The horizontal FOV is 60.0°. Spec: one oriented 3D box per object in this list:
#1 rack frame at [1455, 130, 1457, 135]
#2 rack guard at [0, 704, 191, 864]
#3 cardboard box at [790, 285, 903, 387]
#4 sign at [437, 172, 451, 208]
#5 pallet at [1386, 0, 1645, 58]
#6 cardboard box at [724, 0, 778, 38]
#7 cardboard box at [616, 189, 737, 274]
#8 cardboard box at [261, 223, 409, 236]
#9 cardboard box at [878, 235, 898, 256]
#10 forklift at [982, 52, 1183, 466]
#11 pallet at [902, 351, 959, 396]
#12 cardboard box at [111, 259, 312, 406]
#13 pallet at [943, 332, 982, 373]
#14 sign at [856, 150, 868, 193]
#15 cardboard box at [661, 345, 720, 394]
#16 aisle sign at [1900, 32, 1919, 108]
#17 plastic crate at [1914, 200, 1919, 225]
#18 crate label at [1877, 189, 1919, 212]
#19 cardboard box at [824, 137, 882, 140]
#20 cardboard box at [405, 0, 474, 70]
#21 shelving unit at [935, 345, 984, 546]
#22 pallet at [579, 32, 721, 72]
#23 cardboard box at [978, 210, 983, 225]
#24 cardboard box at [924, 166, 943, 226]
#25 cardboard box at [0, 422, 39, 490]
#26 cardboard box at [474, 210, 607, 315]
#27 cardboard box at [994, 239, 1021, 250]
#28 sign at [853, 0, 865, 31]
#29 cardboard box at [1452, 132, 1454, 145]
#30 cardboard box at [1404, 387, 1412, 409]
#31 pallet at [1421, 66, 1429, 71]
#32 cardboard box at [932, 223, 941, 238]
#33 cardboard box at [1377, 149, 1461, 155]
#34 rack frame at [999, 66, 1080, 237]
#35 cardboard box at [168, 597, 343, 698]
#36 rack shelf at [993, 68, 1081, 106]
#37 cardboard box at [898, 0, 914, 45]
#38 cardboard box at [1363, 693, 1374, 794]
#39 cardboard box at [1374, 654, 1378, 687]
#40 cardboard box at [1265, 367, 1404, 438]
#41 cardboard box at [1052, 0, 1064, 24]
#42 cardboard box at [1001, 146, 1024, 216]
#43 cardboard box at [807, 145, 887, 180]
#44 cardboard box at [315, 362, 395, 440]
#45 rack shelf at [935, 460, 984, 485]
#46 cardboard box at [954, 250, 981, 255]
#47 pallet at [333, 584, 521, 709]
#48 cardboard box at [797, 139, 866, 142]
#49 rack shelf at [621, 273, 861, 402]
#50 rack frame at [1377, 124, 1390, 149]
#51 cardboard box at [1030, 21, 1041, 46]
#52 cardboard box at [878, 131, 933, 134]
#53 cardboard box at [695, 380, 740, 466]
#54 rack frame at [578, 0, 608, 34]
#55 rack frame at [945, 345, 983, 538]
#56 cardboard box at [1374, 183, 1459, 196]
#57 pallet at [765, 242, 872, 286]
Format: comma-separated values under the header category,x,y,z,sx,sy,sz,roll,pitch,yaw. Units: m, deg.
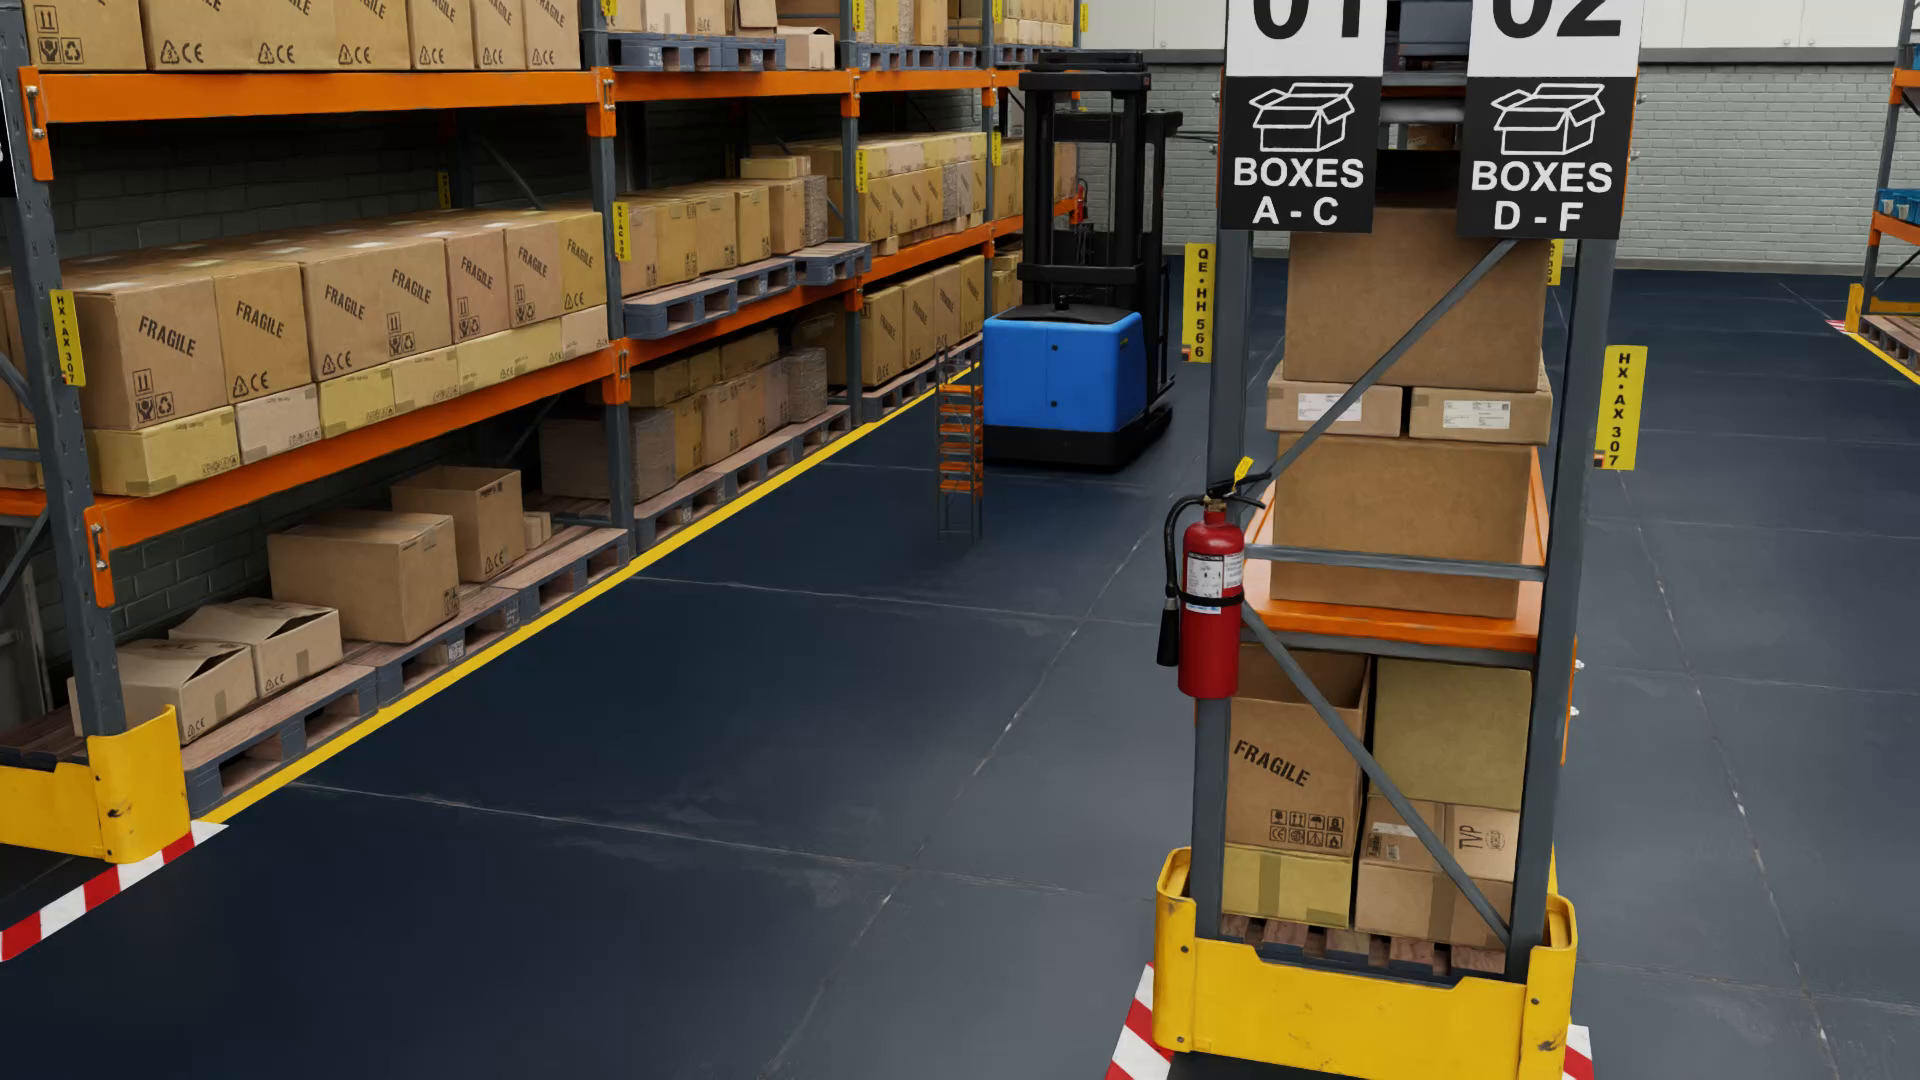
category,x,y,z,sx,sy,sz,roll,pitch,yaw
rack frame,5.727,-4.119,19.353,1.000,3.000,0.127,5,16,16
rack guard,-3.549,0.867,6.357,1.175,0.500,0.348,5,16,16
cardboard box,-0.962,-1.759,14.204,0.750,0.750,0.750,4,16,15
sign,-2.967,-1.962,9.626,0.100,0.325,0.005,5,16,16
pallet,1.406,-1.516,4.843,1.003,0.211,1.213,5,16,16
cardboard box,-1.754,-3.579,11.729,0.797,0.503,0.637,7,17,24
cardboard box,-1.934,-2.073,11.152,0.700,0.500,0.500,7,17,24
cardboard box,-3.065,-1.289,8.240,0.500,0.500,0.500,5,17,17
cardboard box,-0.745,-2.494,14.049,0.380,0.149,0.250,5,17,18
forklift,1.098,-2.306,13.088,1.130,2.935,3.031,5,17,18
pallet,-0.652,-1.586,15.534,1.003,0.211,1.213,5,16,16
cardboard box,-2.997,-0.844,6.673,0.500,0.500,0.500,5,16,16
pallet,-0.307,-1.906,16.663,1.003,0.211,1.213,5,16,16
sign,-0.774,-2.888,13.038,0.100,0.325,0.005,5,16,16
cardboard box,-1.975,-1.178,11.386,0.500,0.250,0.500,4,16,14
aisle sign,10.211,-5.026,17.789,0.394,0.787,0.004,5,16,16
plastic crate,9.630,-3.220,16.381,0.416,0.233,0.300,5,16,16
crate label,10.089,-3.643,17.873,0.416,0.233,0.303,5,16,16
cardboard box,-0.973,-3.512,15.074,0.500,0.250,0.500,4,16,15
cardboard box,-2.618,-2.433,7.692,0.500,0.500,0.500,4,16,14
shelving unit,-0.004,-0.573,10.152,0.258,1.200,0.189,5,16,16
pallet,-2.156,-2.868,9.792,1.213,0.211,1.003,5,16,16
cardboard box,0.015,-3.234,16.657,0.380,0.149,0.250,5,17,16
cardboard box,-0.473,-3.120,15.067,0.500,0.500,0.500,5,17,17
cardboard box,-3.624,-0.391,6.448,0.500,0.250,0.500,5,17,17
cardboard box,-2.272,-1.513,9.031,0.500,0.500,0.500,5,16,16
cardboard box,0.502,-3.473,19.698,0.380,0.149,0.250,5,17,16
sign,-0.778,-4.058,12.695,0.100,0.325,0.005,5,16,16
cardboard box,4.629,-3.888,16.524,0.500,0.500,0.500,4,16,15
cardboard box,1.469,-0.240,5.494,0.700,0.500,0.500,5,17,17
pallet,3.346,-3.193,10.940,1.213,0.211,1.003,5,17,18
cardboard box,-0.388,-2.905,15.497,0.380,0.149,0.250,4,16,14
cardboard box,2.197,-1.535,7.683,0.700,0.500,0.500,5,17,16
rack frame,0.976,-4.502,20.704,1.000,3.000,0.127,5,16,16
cardboard box,-3.126,0.443,7.392,0.500,0.311,0.500,6,17,20
rack shelf,0.408,-5.076,18.548,1.077,0.370,4.000,5,16,16
cardboard box,-0.816,-4.660,14.775,0.700,0.500,0.500,5,16,16
cardboard box,1.320,0.762,6.415,0.500,0.250,0.500,5,16,16
cardboard box,1.460,0.270,6.774,0.500,0.500,0.500,5,16,16
cardboard box,1.106,-0.408,4.898,0.380,0.149,0.250,4,16,15
cardboard box,0.877,-6.141,18.934,0.500,0.500,0.500,5,17,18
cardboard box,0.222,-3.931,18.142,0.980,0.700,0.700,4,16,14
cardboard box,-0.913,-3.077,13.541,0.500,0.250,0.500,5,17,17
cardboard box,-2.843,-0.626,7.278,0.500,0.250,0.500,4,16,15
rack shelf,-0.004,-0.415,10.197,0.258,0.103,0.180,5,16,16
cardboard box,0.141,-3.139,18.522,0.380,0.149,0.250,4,16,14
pallet,-2.936,0.478,8.258,1.003,0.211,1.213,5,16,16
cardboard box,-1.117,-3.378,14.604,0.500,0.250,0.500,4,16,14
rack shelf,-1.866,-1.540,11.579,1.077,0.370,4.000,5,16,16
rack frame,3.453,-2.026,11.974,1.000,3.000,0.127,5,16,16
cardboard box,0.586,-5.504,18.062,0.500,0.250,0.500,4,16,14
cardboard box,-0.541,-3.917,16.502,0.500,0.250,0.500,5,17,18
cardboard box,-1.958,-0.835,11.550,0.700,0.500,0.500,5,17,17
rack frame,-2.434,-4.249,8.817,1.000,3.000,0.127,5,16,16
rack frame,0.022,-0.597,10.237,0.240,1.200,0.006,5,16,16
cardboard box,1.484,-0.878,5.367,0.700,0.500,0.500,4,16,14
pallet,-1.398,-2.122,12.665,1.213,0.211,1.003,5,16,16
